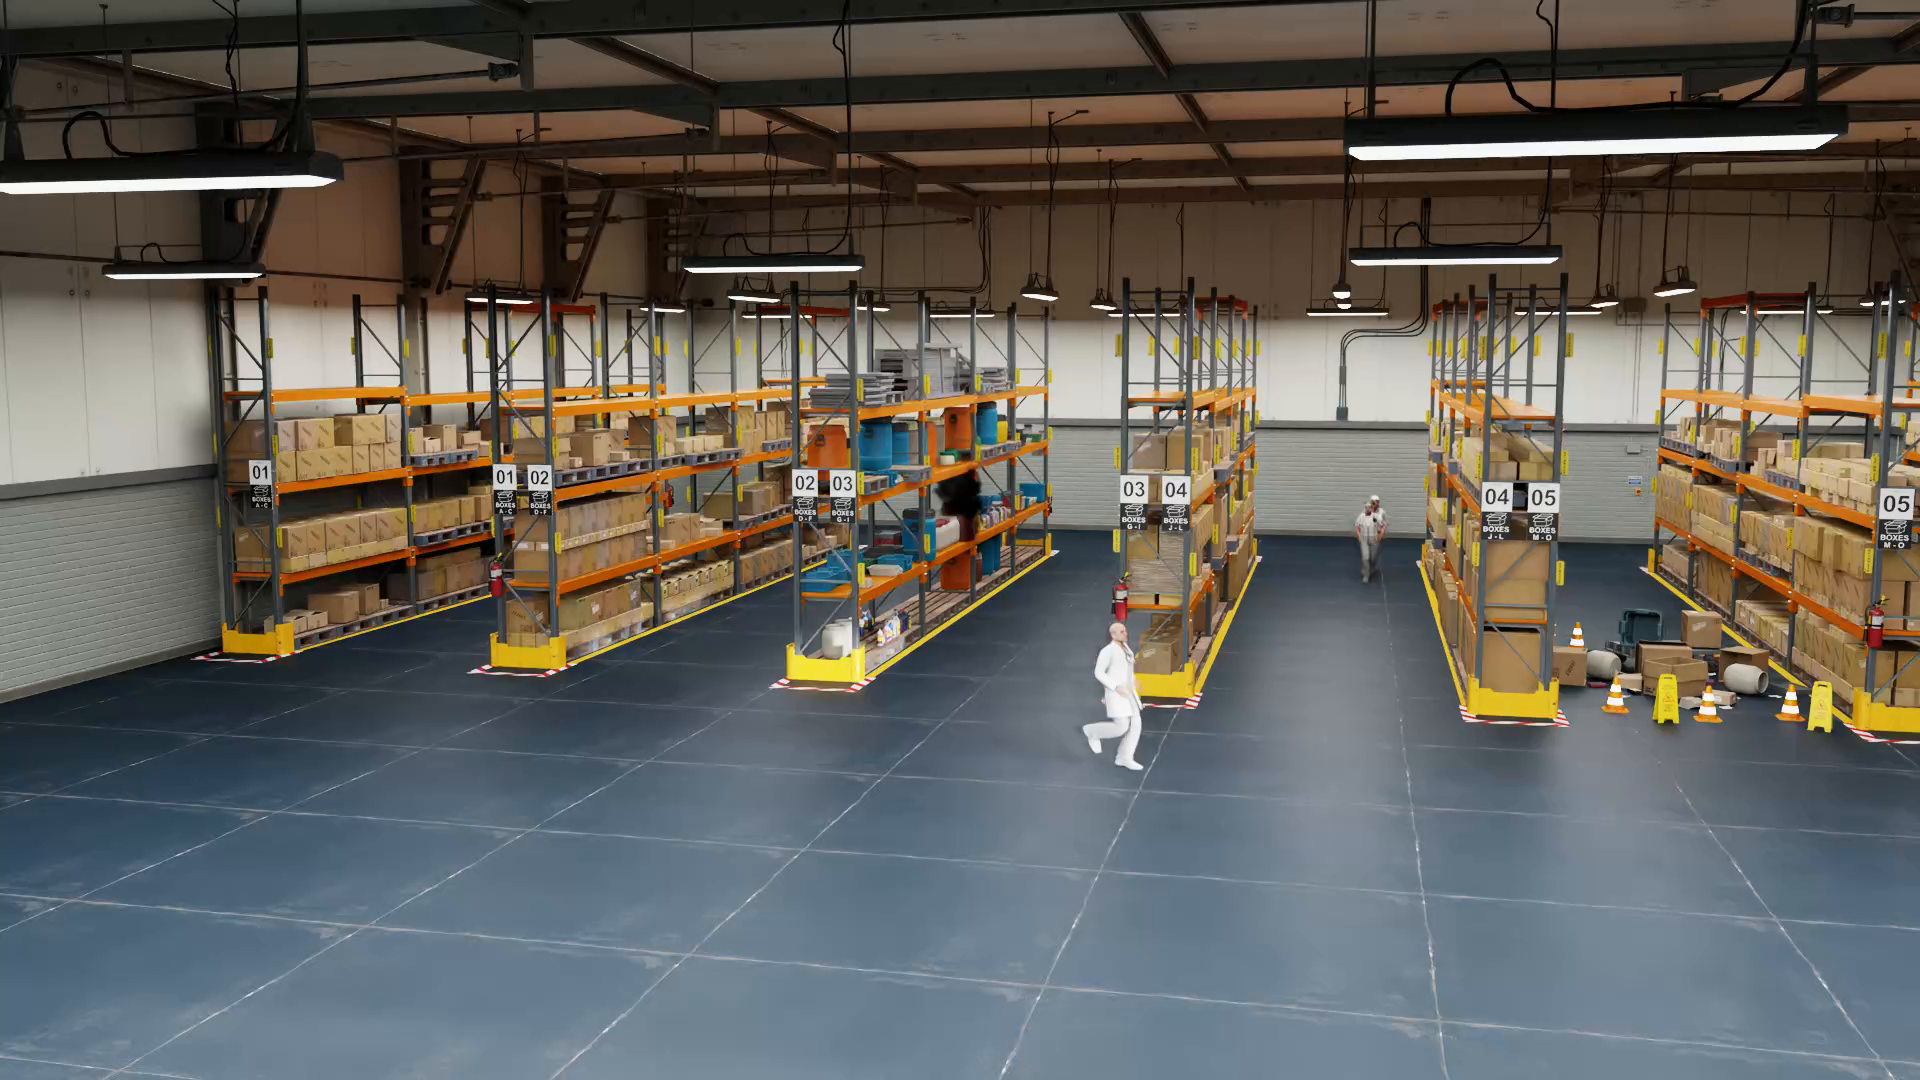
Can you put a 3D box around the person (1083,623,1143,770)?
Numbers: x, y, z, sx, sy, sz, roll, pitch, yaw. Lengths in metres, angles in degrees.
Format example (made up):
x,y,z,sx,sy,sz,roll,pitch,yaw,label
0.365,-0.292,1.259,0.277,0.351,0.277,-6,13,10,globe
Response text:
x,y,z,sx,sy,sz,roll,pitch,yaw,label
1.879,1.868,19.994,0.782,1.734,0.710,5,8,39,person

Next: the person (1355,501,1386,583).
x,y,z,sx,sy,sz,roll,pitch,yaw,label
8.867,0.018,35.962,0.660,1.778,0.676,2,7,20,person

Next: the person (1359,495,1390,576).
x,y,z,sx,sy,sz,roll,pitch,yaw,label
9.176,-0.097,36.875,0.673,1.809,0.683,2,7,13,person
